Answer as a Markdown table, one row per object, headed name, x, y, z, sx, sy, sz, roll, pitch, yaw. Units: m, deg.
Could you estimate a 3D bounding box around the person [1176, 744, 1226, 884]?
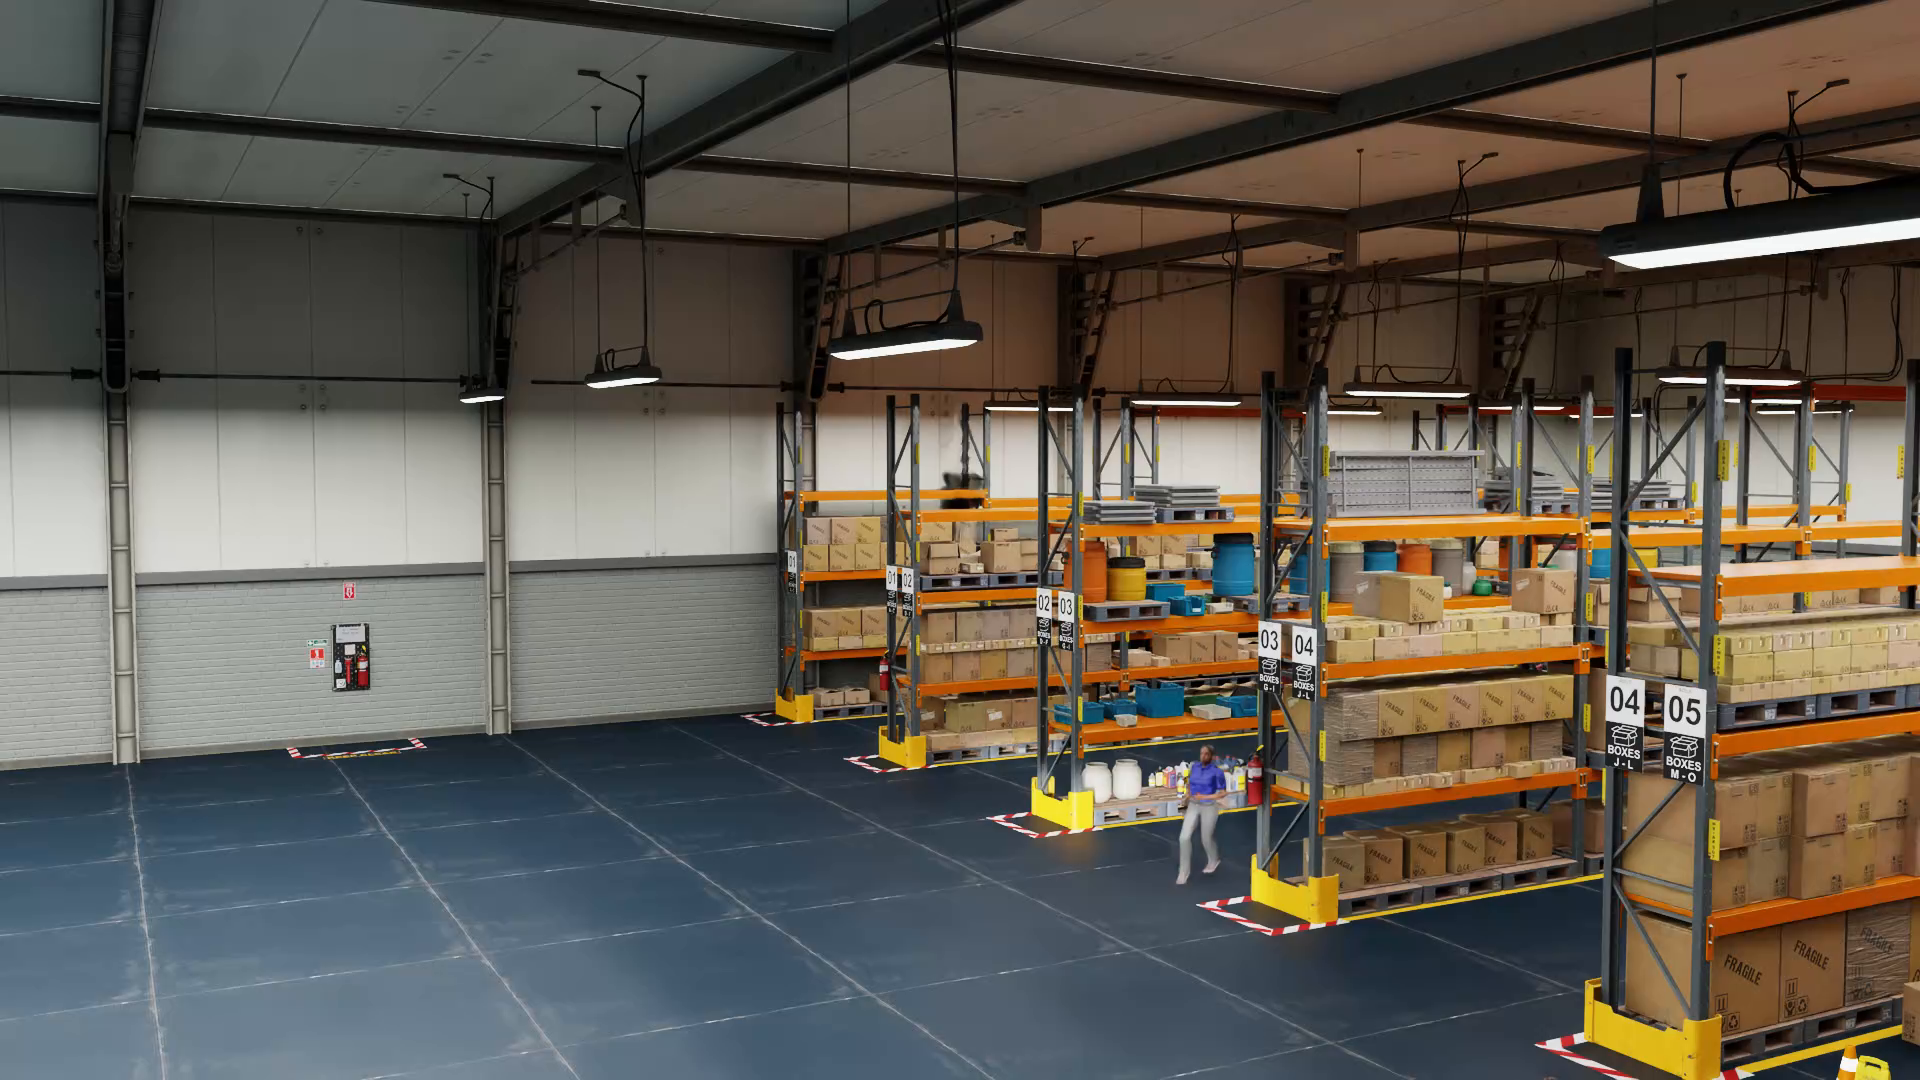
| name | x | y | z | sx | sy | sz | roll | pitch | yaw |
| --- | --- | --- | --- | --- | --- | --- | --- | --- | --- |
| person | 2.932 | 3.257 | 19.768 | 0.588 | 1.713 | 0.765 | 2 | 4 | 37 |
